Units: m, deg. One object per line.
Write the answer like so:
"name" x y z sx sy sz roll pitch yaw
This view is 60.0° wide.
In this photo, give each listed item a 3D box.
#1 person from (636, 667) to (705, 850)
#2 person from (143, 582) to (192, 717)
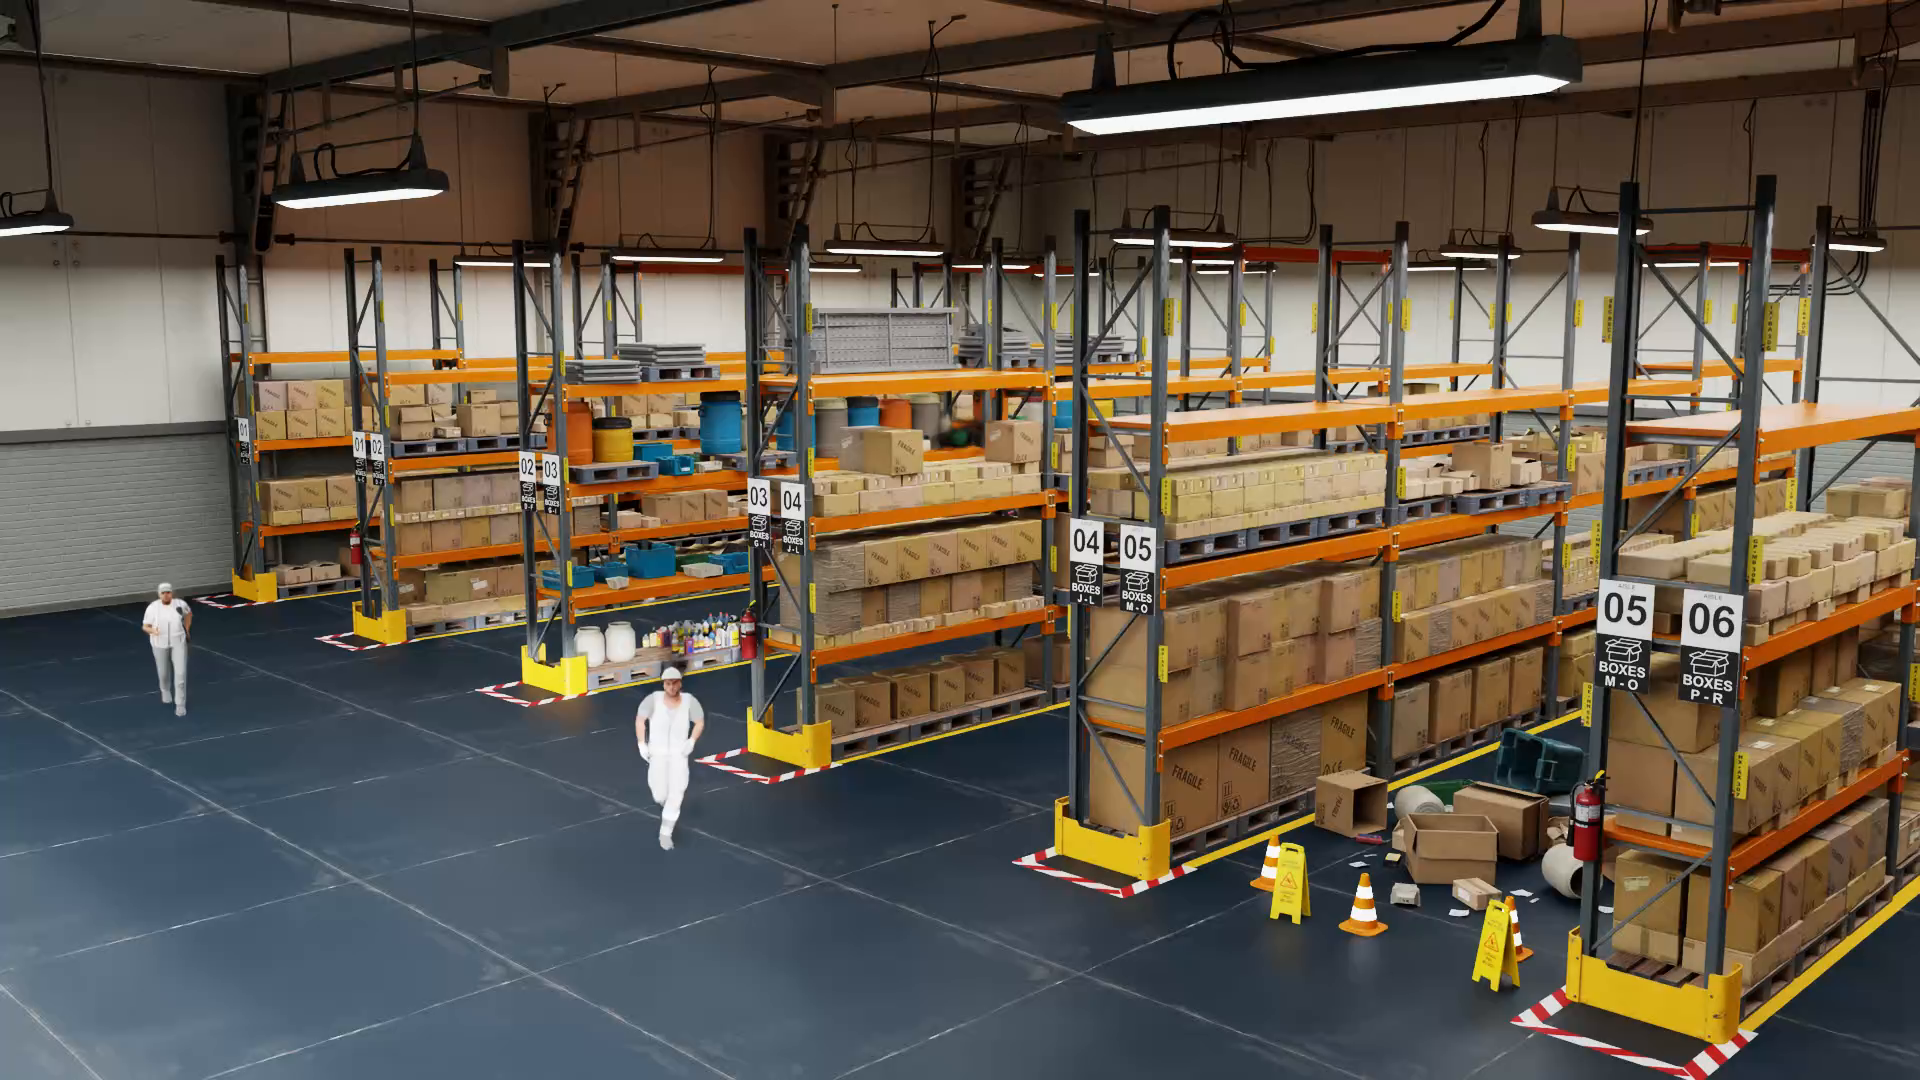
"person" -2.795 2.055 16.083 0.658 1.743 0.734 -1 8 -9
"person" -10.076 1.347 21.192 0.577 1.671 0.925 -4 9 -26
